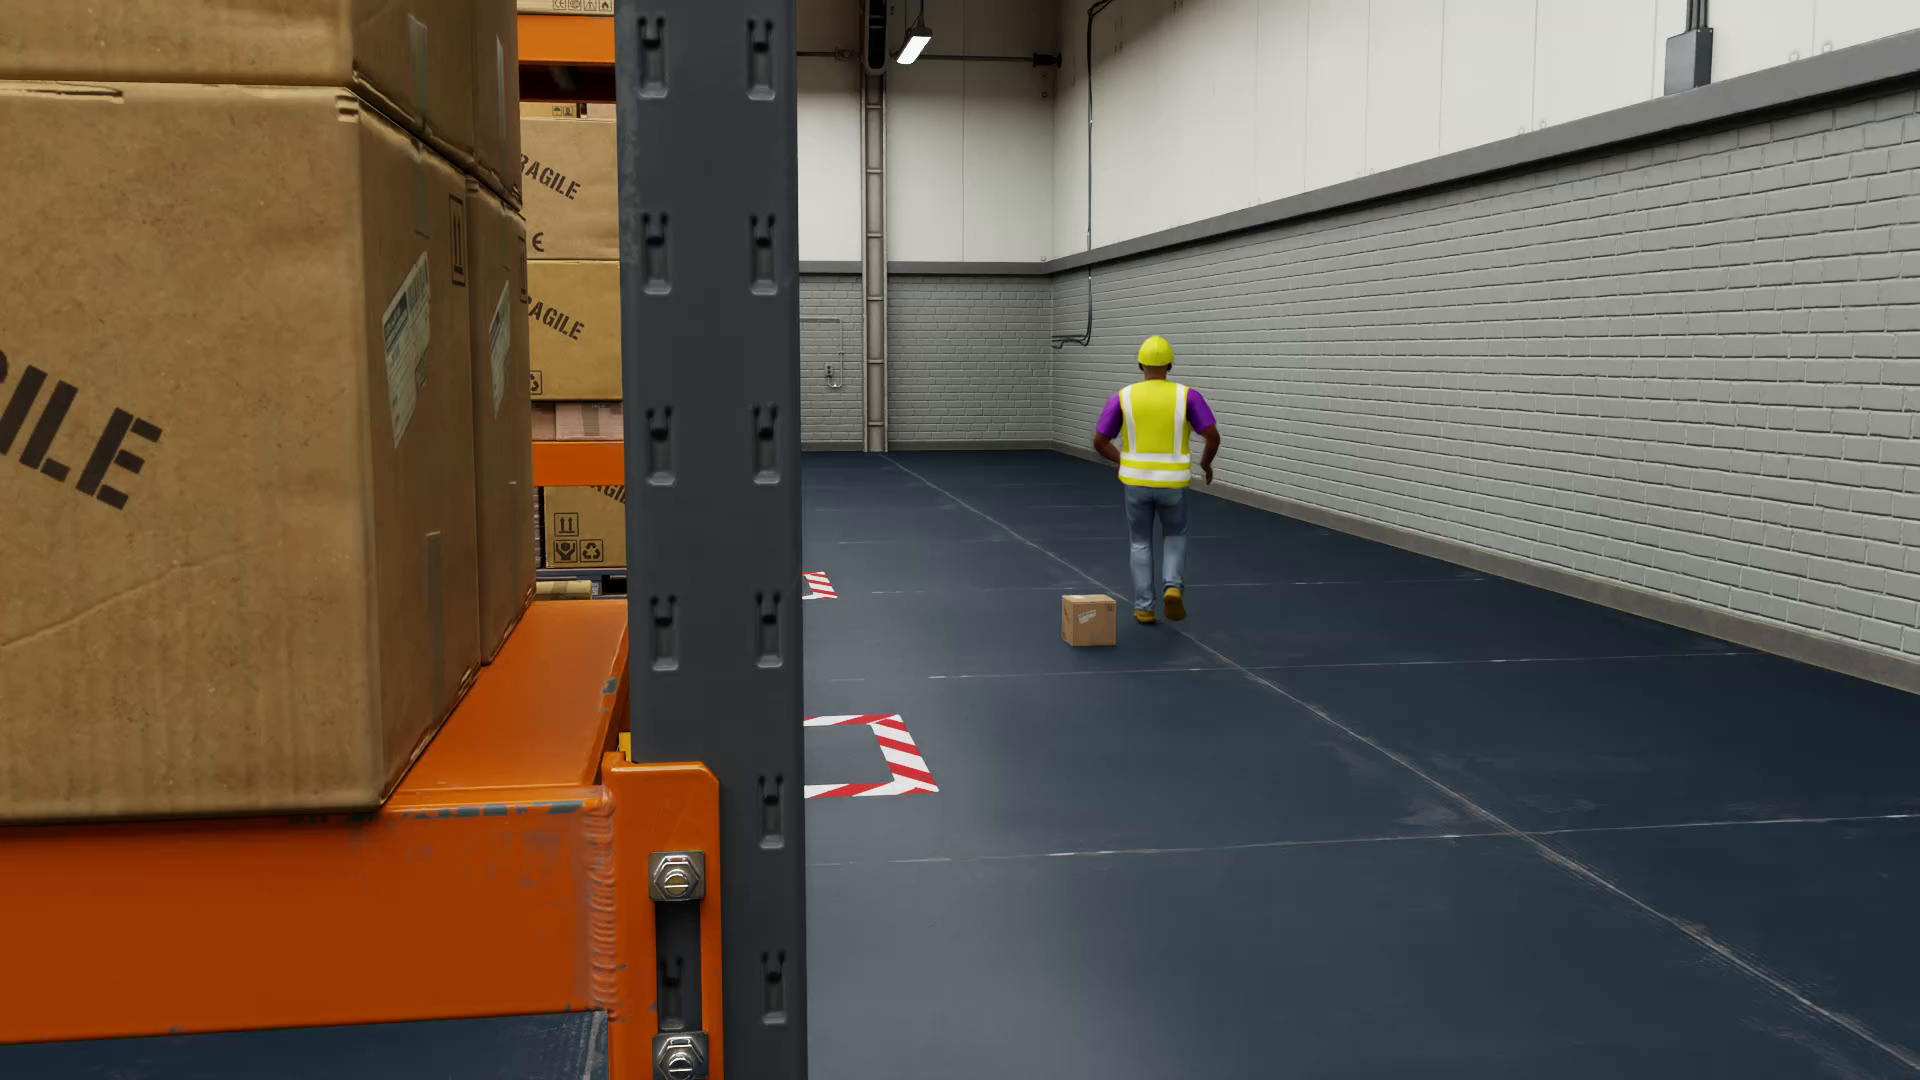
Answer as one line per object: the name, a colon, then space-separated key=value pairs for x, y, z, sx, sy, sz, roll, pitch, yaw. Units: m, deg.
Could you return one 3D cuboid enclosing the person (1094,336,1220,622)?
person: x=1.177 y=-0.360 z=9.987 sx=0.742 sy=1.720 sz=0.524 roll=1 pitch=6 yaw=7
